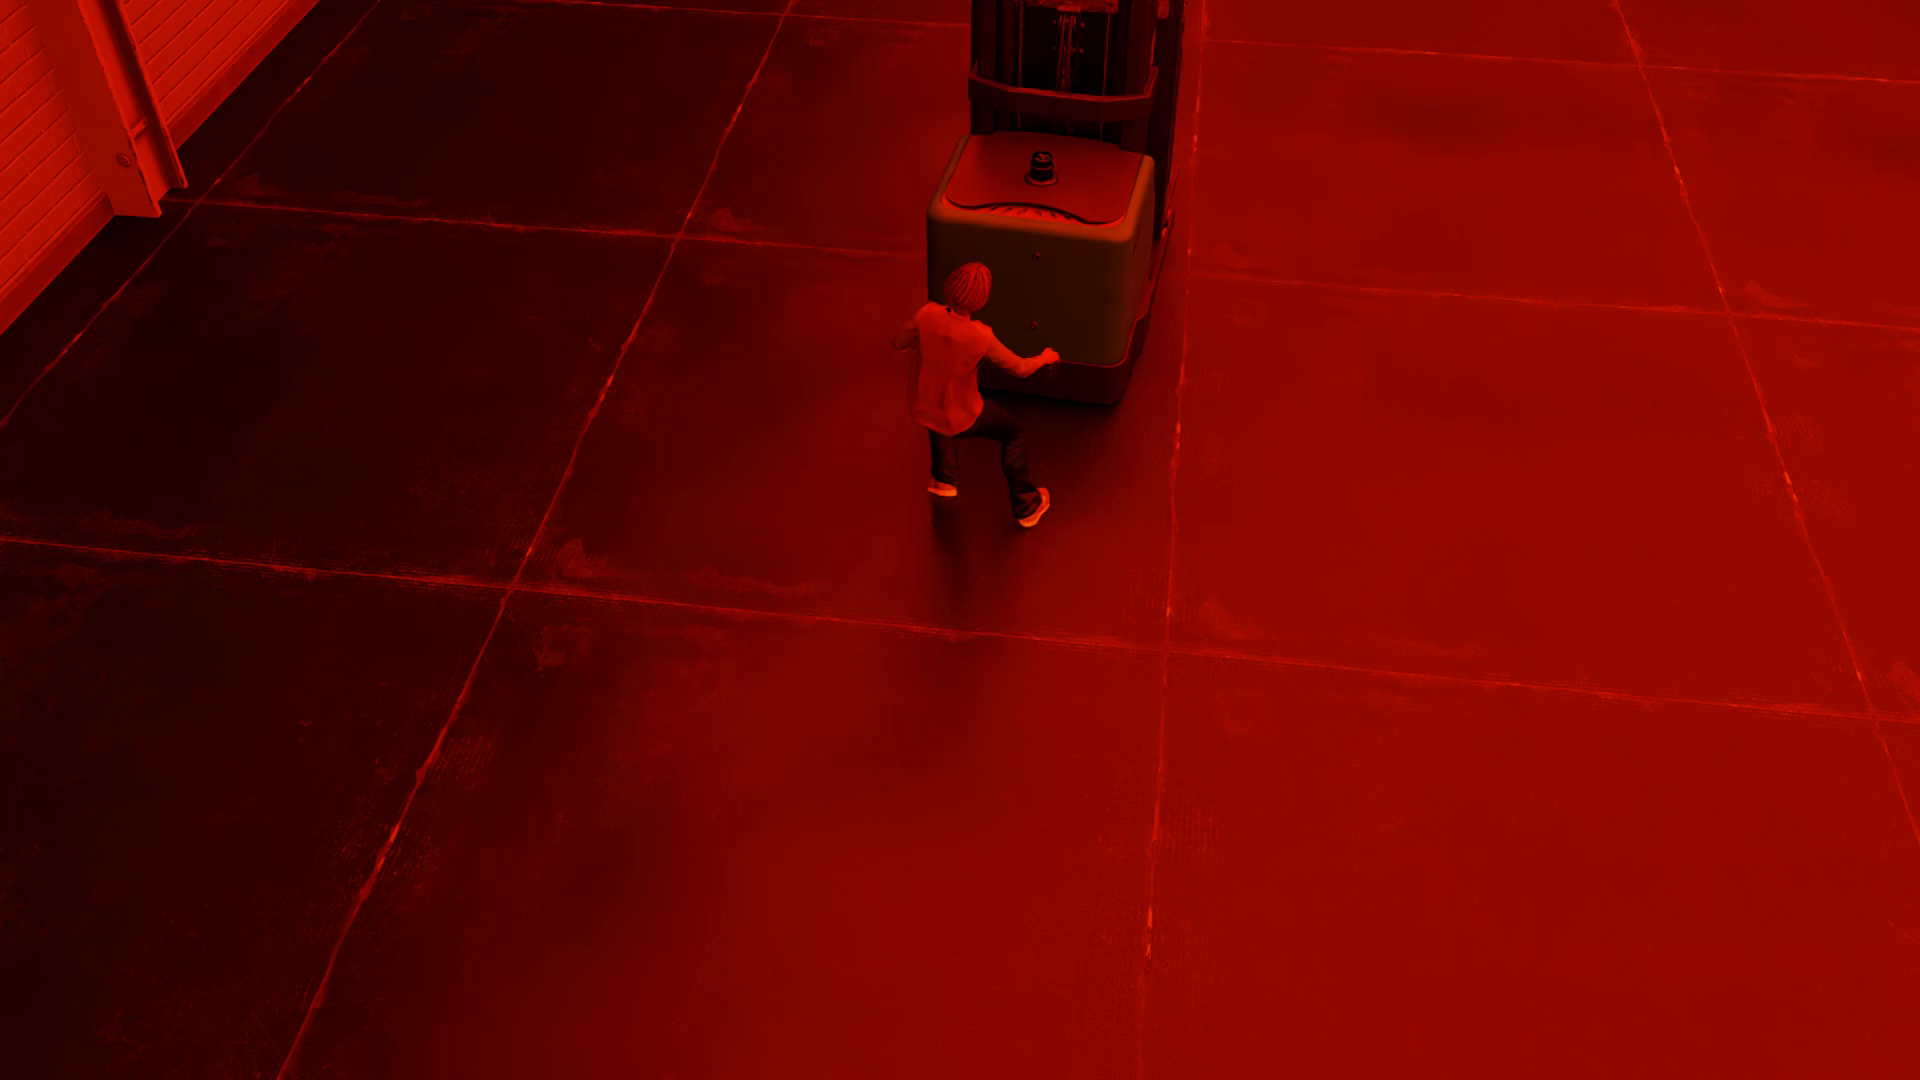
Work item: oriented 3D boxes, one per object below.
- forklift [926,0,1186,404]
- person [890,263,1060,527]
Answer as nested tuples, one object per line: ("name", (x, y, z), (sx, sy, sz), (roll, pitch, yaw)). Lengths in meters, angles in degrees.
("forklift", (0.652, -2.786, 8.757), (1.130, 2.935, 3.031), (9, 43, 10))
("person", (0.053, -0.712, 7.589), (0.718, 1.448, 0.606), (17, 45, 18))
